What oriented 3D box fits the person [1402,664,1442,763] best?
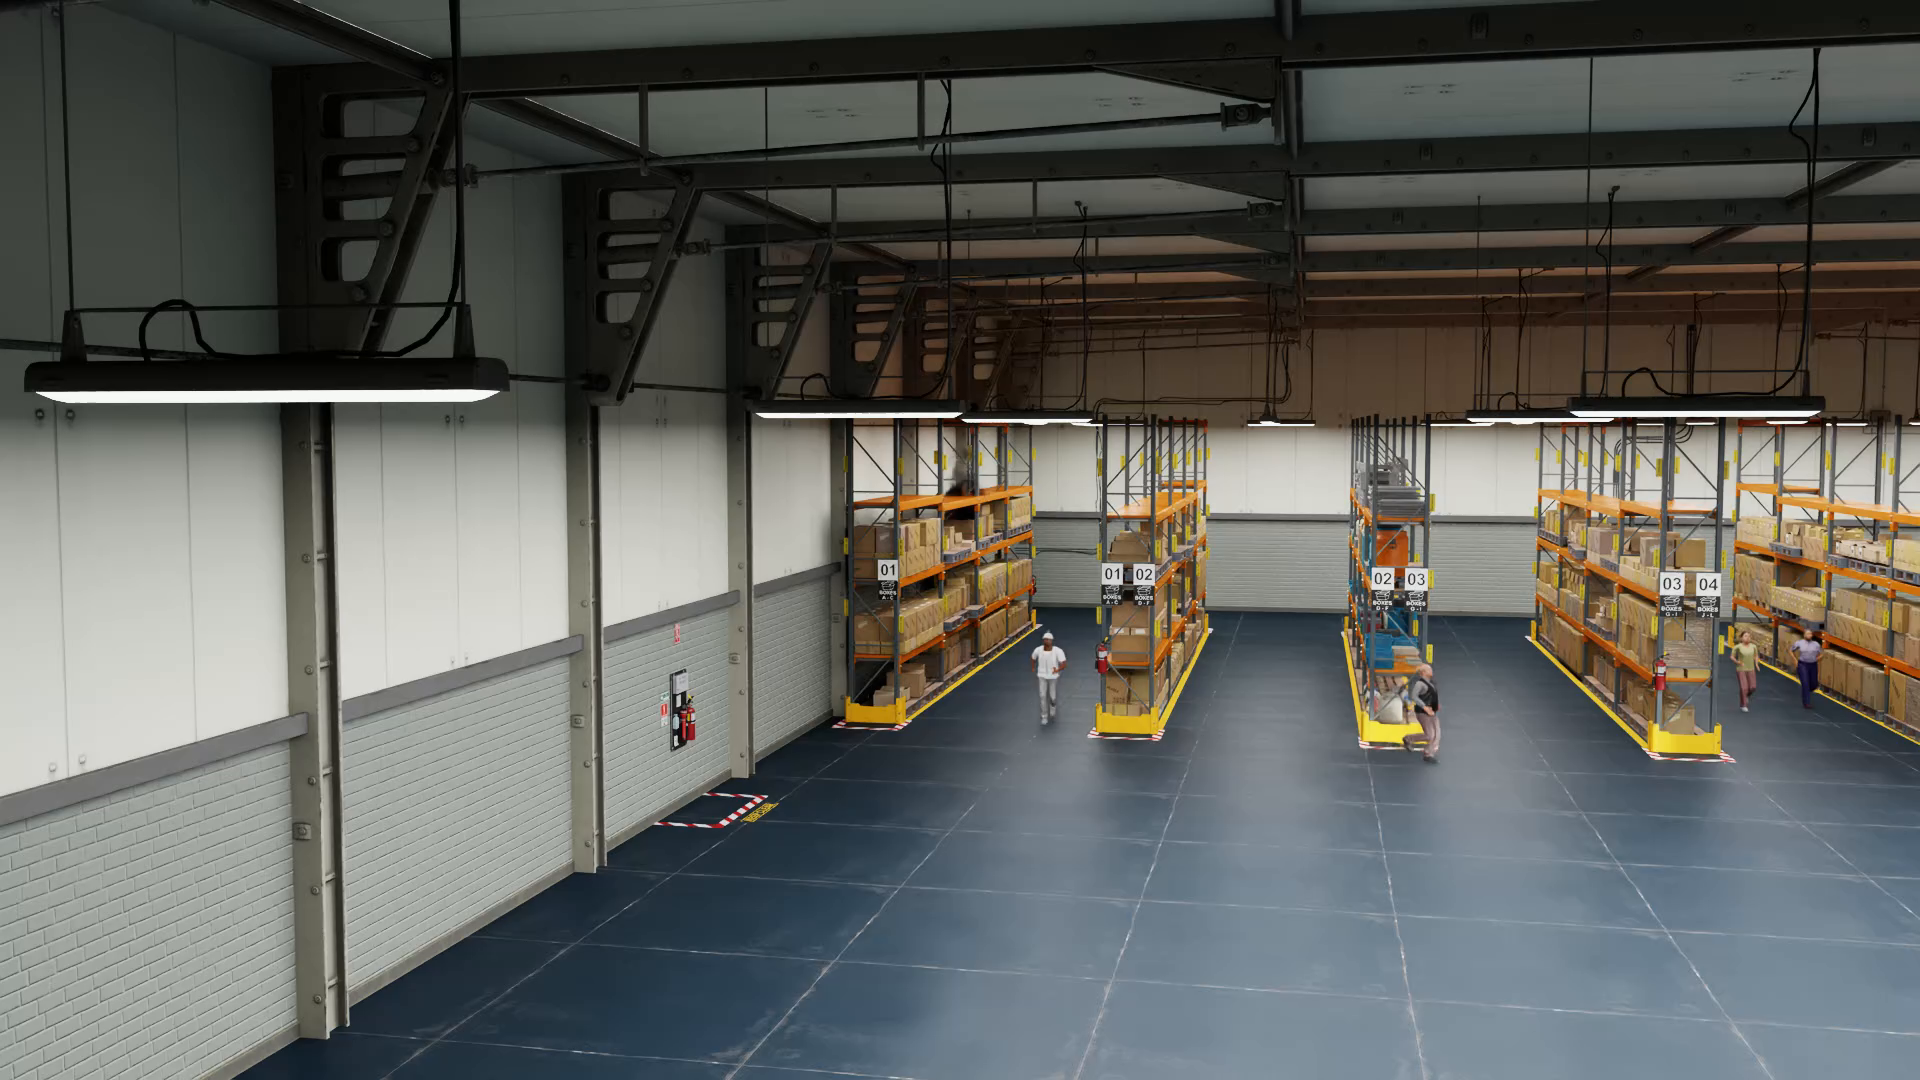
[{"bbox_3d":[7.993,2.985,28.690,0.651,1.694,0.662,3,5,38],"label":"person"}]

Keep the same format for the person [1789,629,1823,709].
[{"bbox_3d":[17.432,2.632,34.240,0.620,1.614,0.843,1,4,8],"label":"person"}]

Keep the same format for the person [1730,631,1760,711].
[{"bbox_3d":[15.980,2.663,33.828,0.580,1.629,0.552,0,4,7],"label":"person"}]

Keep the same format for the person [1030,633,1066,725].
[{"bbox_3d":[1.715,2.673,32.470,0.726,1.751,0.904,1,4,9],"label":"person"}]
